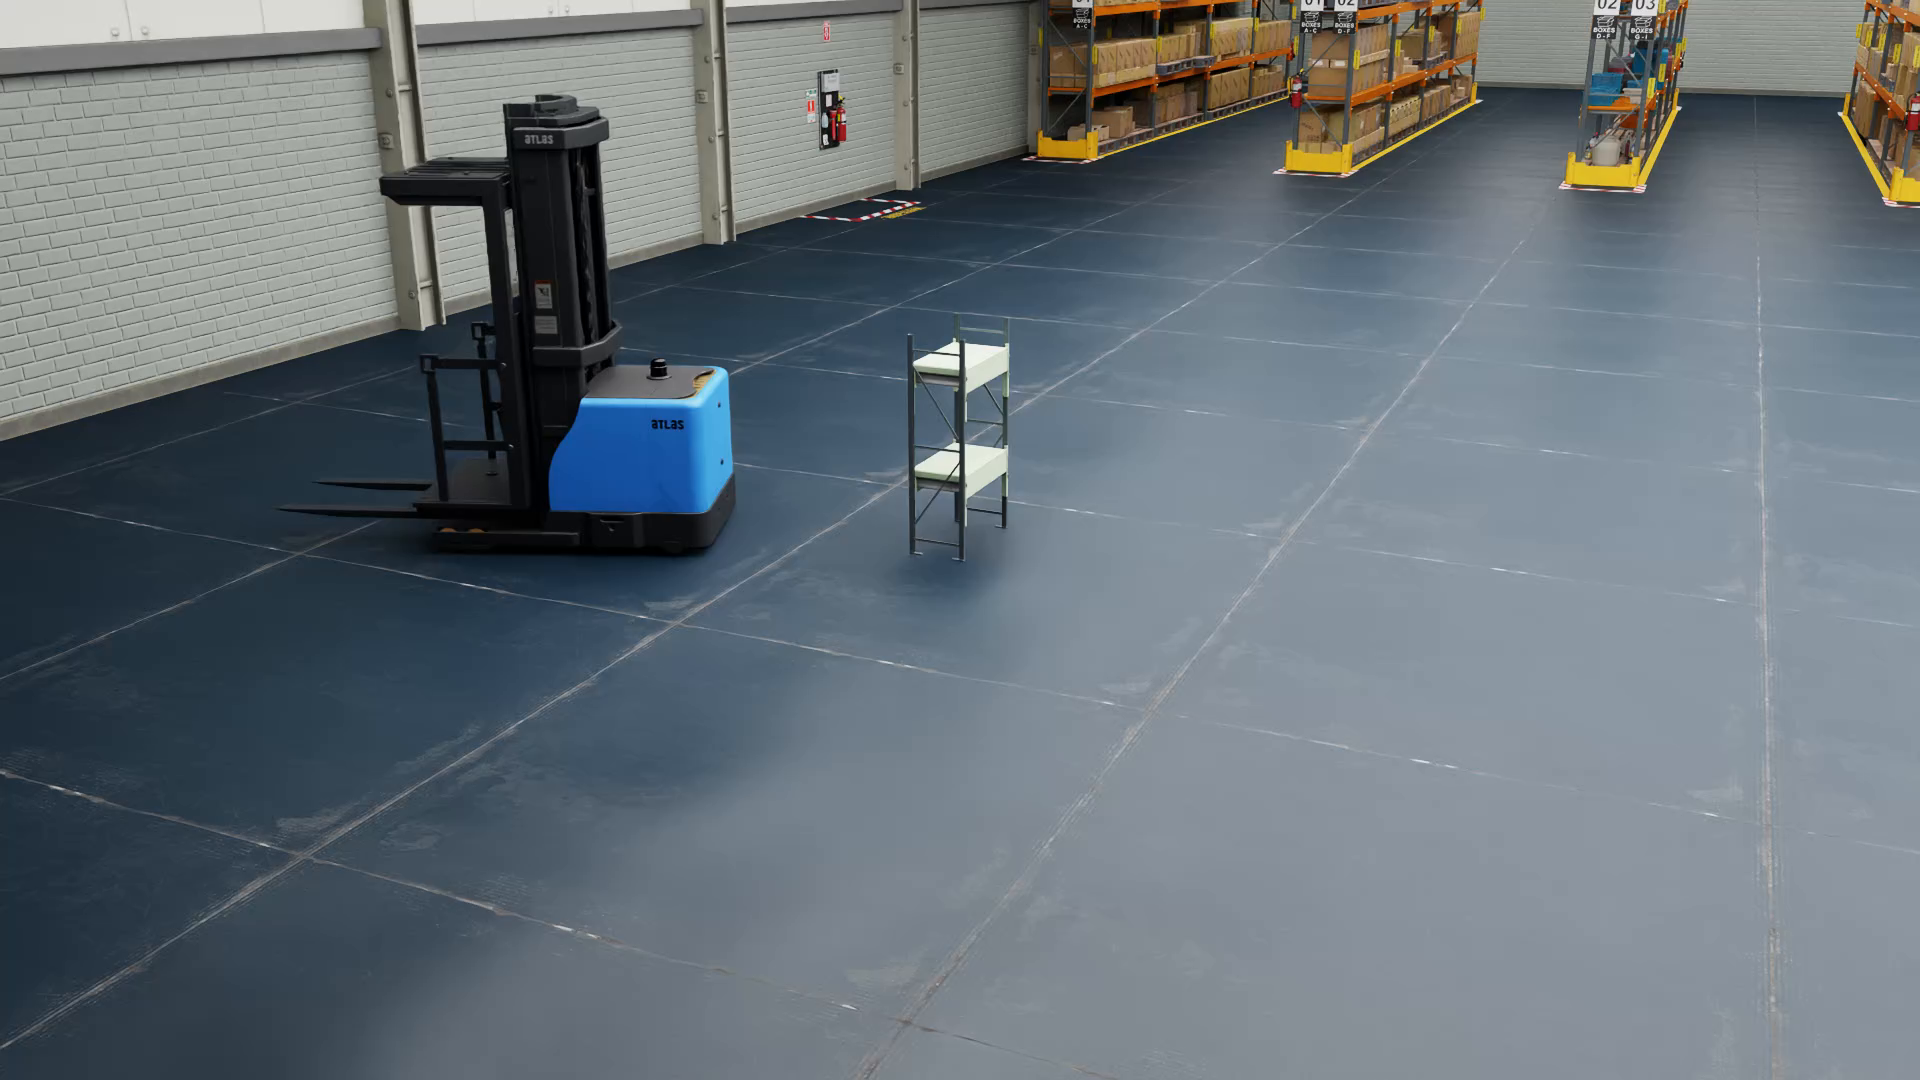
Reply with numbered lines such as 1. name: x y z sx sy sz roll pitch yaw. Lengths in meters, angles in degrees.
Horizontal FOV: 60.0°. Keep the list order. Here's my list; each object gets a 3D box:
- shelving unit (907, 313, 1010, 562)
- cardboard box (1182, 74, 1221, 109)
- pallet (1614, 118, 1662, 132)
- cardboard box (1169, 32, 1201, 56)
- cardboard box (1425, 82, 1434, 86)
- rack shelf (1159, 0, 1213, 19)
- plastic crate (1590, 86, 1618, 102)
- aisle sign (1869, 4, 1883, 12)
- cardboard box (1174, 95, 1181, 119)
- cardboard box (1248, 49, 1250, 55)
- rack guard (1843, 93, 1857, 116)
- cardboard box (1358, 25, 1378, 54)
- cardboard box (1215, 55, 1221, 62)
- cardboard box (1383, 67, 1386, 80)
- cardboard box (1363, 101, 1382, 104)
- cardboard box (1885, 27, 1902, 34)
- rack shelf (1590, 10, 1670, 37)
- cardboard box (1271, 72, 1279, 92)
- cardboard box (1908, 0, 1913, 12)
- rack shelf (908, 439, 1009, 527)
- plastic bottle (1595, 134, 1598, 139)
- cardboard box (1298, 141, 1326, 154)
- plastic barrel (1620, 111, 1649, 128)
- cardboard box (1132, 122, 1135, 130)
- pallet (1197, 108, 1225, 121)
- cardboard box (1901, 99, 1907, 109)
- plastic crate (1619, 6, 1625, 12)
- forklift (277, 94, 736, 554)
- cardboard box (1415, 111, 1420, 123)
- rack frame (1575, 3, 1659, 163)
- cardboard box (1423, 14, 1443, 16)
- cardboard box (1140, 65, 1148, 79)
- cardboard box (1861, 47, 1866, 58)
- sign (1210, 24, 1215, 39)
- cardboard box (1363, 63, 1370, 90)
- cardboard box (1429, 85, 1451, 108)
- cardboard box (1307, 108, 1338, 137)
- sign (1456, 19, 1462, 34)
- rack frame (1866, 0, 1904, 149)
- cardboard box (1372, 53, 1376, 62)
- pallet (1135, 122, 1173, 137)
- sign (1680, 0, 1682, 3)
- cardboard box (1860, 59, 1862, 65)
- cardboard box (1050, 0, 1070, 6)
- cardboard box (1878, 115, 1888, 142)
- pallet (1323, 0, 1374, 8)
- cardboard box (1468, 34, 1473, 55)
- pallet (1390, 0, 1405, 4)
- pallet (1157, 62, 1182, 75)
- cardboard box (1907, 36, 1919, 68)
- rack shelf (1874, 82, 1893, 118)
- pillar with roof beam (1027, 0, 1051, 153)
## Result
1. shelving unit: -0.003 -0.705 11.212 0.431 1.500 0.755 9 21 23
2. cardboard box: 5.764 -10.736 39.762 0.750 0.750 0.750 8 21 22
3. pallet: 15.167 -9.289 37.274 1.003 0.211 1.213 9 21 23
4. cardboard box: 5.160 -11.453 38.392 0.700 0.500 0.500 6 20 16
5. cardboard box: 11.476 -11.131 41.365 0.500 0.500 0.500 9 21 23
6. rack shelf: 4.524 -11.807 36.789 1.077 0.370 4.000 9 21 23
7. plastic crate: 11.309 -7.861 29.318 0.499 0.251 0.408 9 21 23
8. aisle sign: 21.932 -13.039 39.775 0.394 0.787 0.004 9 21 23
9. cardboard box: 4.601 -9.849 37.760 0.700 0.500 0.500 8 21 22
10. cardboard box: 7.101 -12.316 41.967 0.380 0.149 0.250 9 21 23
11. rack guard: 22.186 -10.580 40.473 1.175 0.500 0.348 9 21 23
12. cardboard box: 7.639 -9.657 32.061 0.700 0.500 0.500 9 21 23
13. cardboard box: 5.986 -11.449 39.532 0.380 0.149 0.250 9 22 24
14. cardboard box: 8.388 -9.529 34.009 0.500 0.250 0.500 10 22 26
15. cardboard box: 8.753 -9.238 35.607 0.500 0.311 0.500 8 21 22
16. cardboard box: 19.752 -10.451 34.732 0.797 0.503 0.637 9 22 24
17. rack shelf: 11.925 -9.225 29.528 1.077 0.370 4.000 9 21 23
18. cardboard box: 8.219 -12.429 45.045 0.700 0.500 0.500 8 21 23
19. cardboard box: 16.844 -9.322 28.953 0.500 0.250 0.500 8 21 21
20. rack shelf: -0.003 -0.397 11.321 0.431 0.370 0.720 9 21 23
21. plastic bottle: 11.957 -7.474 31.304 0.144 0.351 0.185 8 21 20
22. cardboard box: 6.538 -7.327 31.071 0.500 0.250 0.500 9 21 23
23. plastic barrel: 14.566 -9.312 35.788 0.600 0.830 0.708 9 21 23
24. cardboard box: 3.513 -8.826 35.381 0.380 0.166 0.250 6 20 16
25. pallet: 5.735 -10.261 40.006 1.003 0.211 1.213 9 21 23
26. cardboard box: 16.071 -7.330 27.977 0.380 0.149 0.250 9 21 23
27. plastic crate: 11.612 -9.569 29.447 0.392 0.384 0.575 9 21 23
28. forklift: -3.154 -1.465 11.214 3.031 2.935 1.130 1 20 3
29. cardboard box: 9.871 -9.374 36.826 0.500 0.250 0.500 9 22 24
30. rack frame: 11.106 -7.539 28.191 1.000 3.000 0.127 9 21 23
31. cardboard box: 11.680 -12.754 41.212 0.500 0.500 0.500 8 21 22
32. cardboard box: 3.576 -9.722 34.525 0.500 0.250 0.500 9 21 23
33. cardboard box: 21.108 -11.237 38.370 0.500 0.250 0.500 8 21 22
34. sign: 5.842 -11.781 38.508 0.100 0.325 0.005 9 21 23
35. cardboard box: 7.422 -8.882 31.817 0.700 0.500 0.500 9 22 24
36. cardboard box: 11.561 -10.728 40.231 0.500 0.500 0.500 8 21 22
37. cardboard box: 6.932 -7.988 31.811 0.500 0.500 0.500 9 21 23
38. sign: 12.010 -12.359 40.015 0.100 0.325 0.005 9 21 23
39. rack frame: 18.900 -9.305 33.157 1.000 3.000 0.127 9 21 23
40. cardboard box: 7.789 -9.295 32.011 0.380 0.149 0.250 9 22 24
41. pallet: 4.023 -9.046 36.589 1.003 0.211 1.213 9 21 23
42. sign: 14.886 -11.275 34.377 0.100 0.325 0.005 9 21 23
43. cardboard box: 20.995 -11.018 38.349 0.380 0.149 0.250 9 21 24
44. cardboard box: 2.007 -10.531 31.947 0.500 0.500 0.500 10 22 27
45. cardboard box: 18.644 -8.127 32.918 0.700 0.500 0.500 7 21 20
46. pallet: 6.901 -9.804 30.216 1.003 0.211 1.213 9 21 23
47. cardboard box: 12.786 -12.673 42.478 0.500 0.500 0.500 9 21 23
48. pallet: 8.575 -11.037 33.836 0.805 0.209 1.217 8 21 21
49. pallet: 4.151 -10.245 36.085 1.003 0.211 1.213 9 21 23
50. cardboard box: 16.243 -8.178 27.902 0.500 0.500 0.500 9 21 23
51. rack shelf: 18.081 -8.355 31.558 1.077 0.370 4.000 9 21 23
52. pillar with roof beam: 5.492 -11.467 30.283 9.100 9.000 0.400 9 21 23
